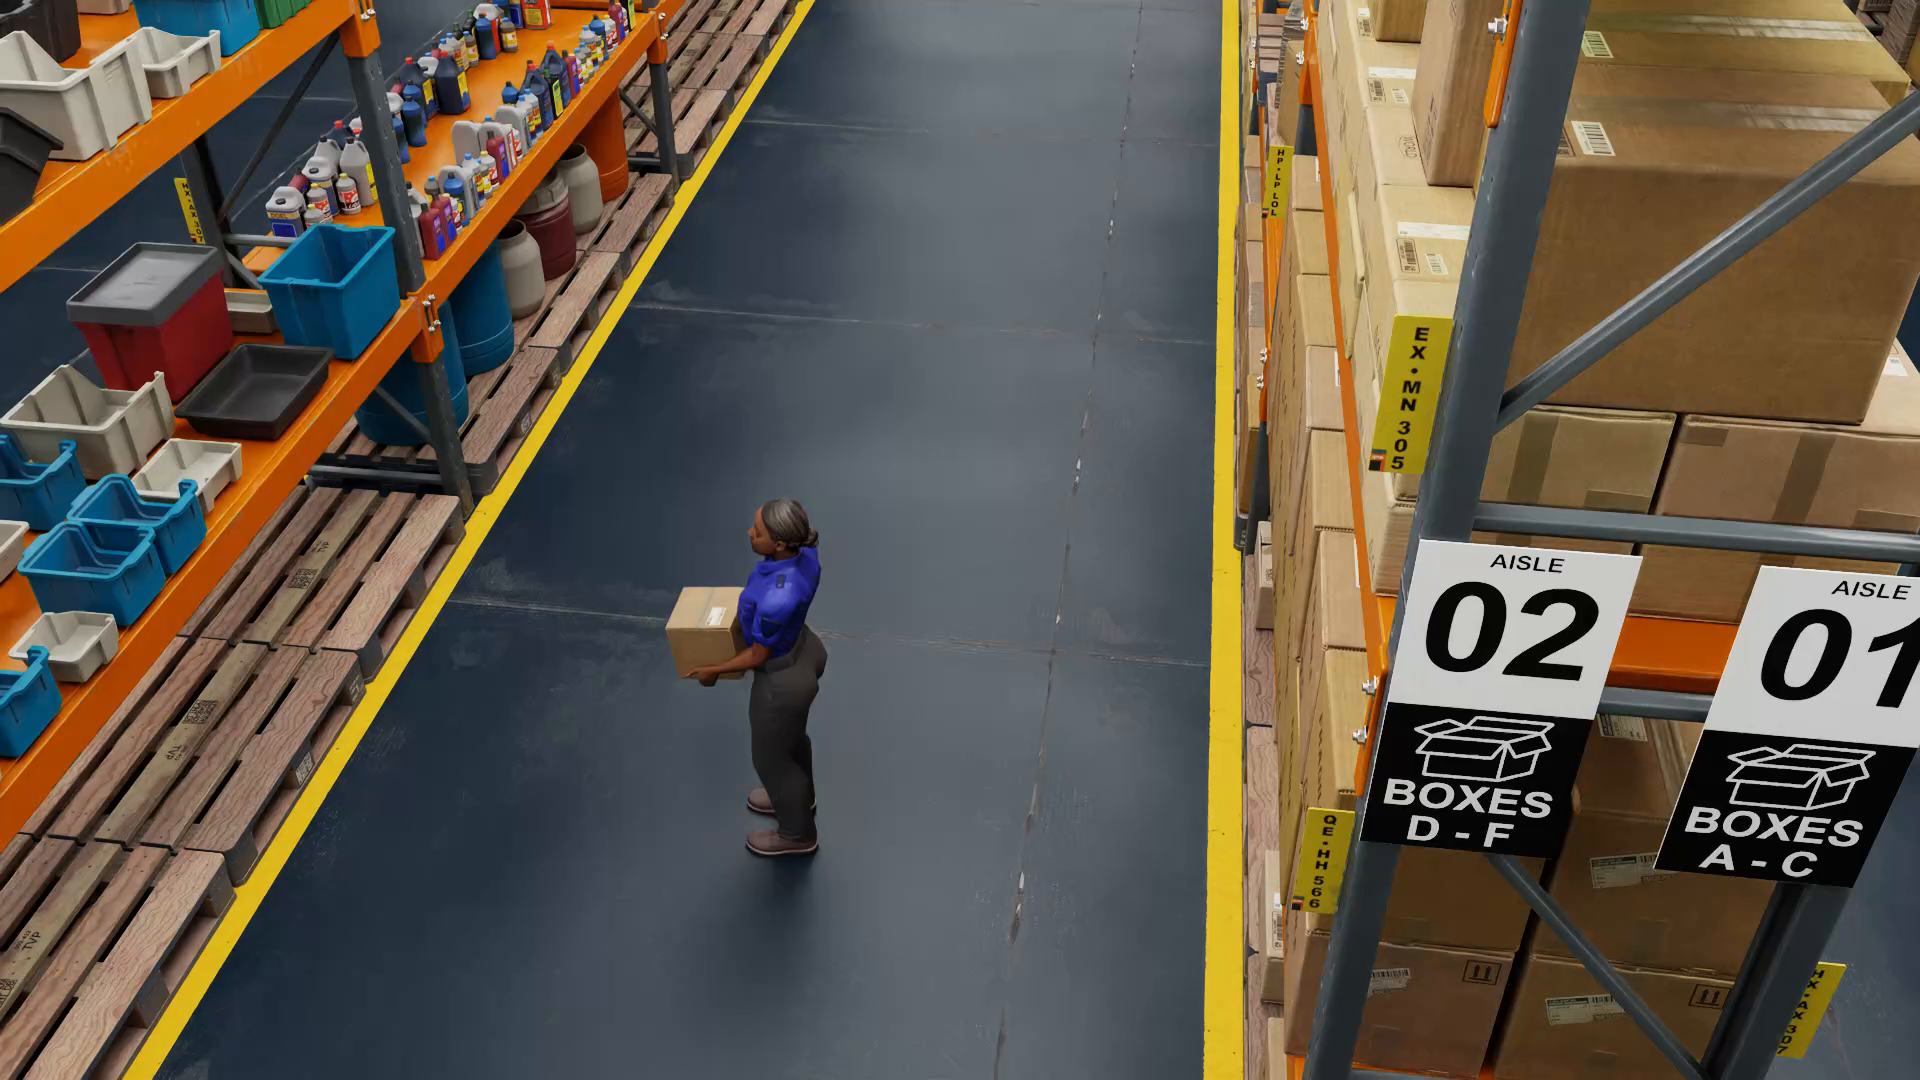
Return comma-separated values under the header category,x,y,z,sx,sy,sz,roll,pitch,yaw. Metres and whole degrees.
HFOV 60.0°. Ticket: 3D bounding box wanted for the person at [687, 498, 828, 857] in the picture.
category,x,y,z,sx,sy,sz,roll,pitch,yaw
person,-0.754,0.512,6.367,0.510,1.638,0.451,5,37,7
